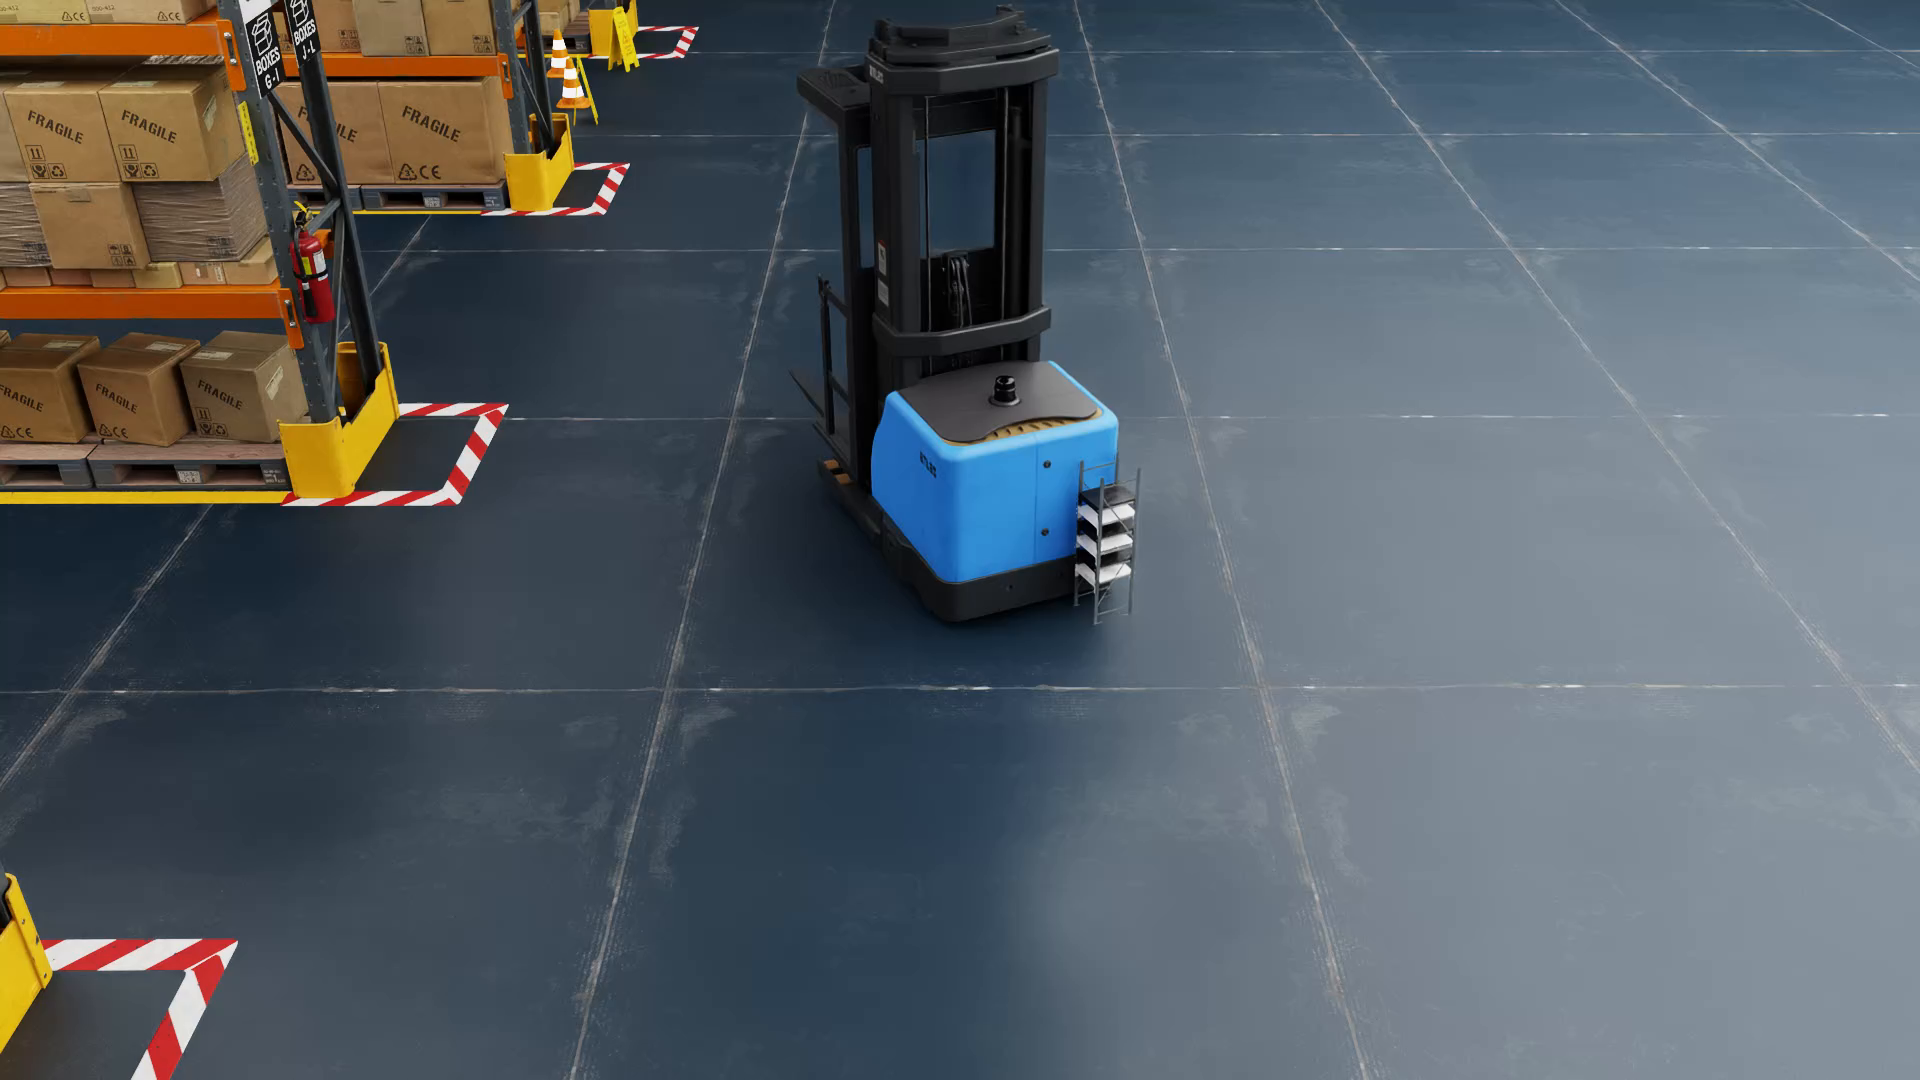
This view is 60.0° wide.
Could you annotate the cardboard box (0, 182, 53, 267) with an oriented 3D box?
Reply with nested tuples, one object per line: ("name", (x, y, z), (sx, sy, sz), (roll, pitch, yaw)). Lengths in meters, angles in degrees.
("cardboard box", (-5.348, -1.977, 9.622), (0.500, 0.500, 0.875), (0, 31, 0))

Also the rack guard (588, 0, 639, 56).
("rack guard", (-3.934, -5.909, 18.896), (0.348, 0.500, 1.175), (0, 31, 0))

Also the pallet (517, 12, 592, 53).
("pallet", (-4.746, -5.801, 18.997), (1.213, 0.211, 1.003), (0, 31, 0))

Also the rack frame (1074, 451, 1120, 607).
("rack frame", (0.727, -0.050, 8.854), (0.240, 0.900, 0.006), (-15, 34, -23))

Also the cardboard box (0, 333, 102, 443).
("cardboard box", (-5.646, -0.943, 10.307), (0.500, 0.500, 0.500), (3, 31, 4))

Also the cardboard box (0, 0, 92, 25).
("cardboard box", (-4.778, -2.919, 8.811), (0.500, 0.250, 0.500), (0, 31, 0))

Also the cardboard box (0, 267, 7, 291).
("cardboard box", (-5.581, -1.563, 9.565), (0.250, 0.149, 0.380), (0, 31, 0))

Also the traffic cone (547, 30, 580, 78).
("traffic cone", (-4.280, -5.223, 17.801), (0.334, 0.463, 0.336), (0, 31, 0))

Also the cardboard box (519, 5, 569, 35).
("cardboard box", (-4.689, -5.839, 18.618), (0.500, 0.250, 0.500), (0, 31, -1))

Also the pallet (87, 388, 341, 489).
("pallet", (-4.687, -0.661, 10.524), (1.213, 0.211, 1.003), (0, 31, 0))

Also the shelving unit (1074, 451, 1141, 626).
("shelving unit", (0.773, -0.003, 8.777), (0.258, 0.900, 0.210), (-15, 34, -23))

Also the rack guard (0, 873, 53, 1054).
("rack guard", (-3.844, 1.825, 6.149), (0.348, 0.500, 1.175), (0, 31, 0))

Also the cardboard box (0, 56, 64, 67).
("cardboard box", (-5.350, -2.574, 9.643), (0.500, 0.500, 0.500), (0, 31, 0))

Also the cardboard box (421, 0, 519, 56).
("cardboard box", (-4.098, -4.450, 13.937), (0.550, 0.550, 0.875), (0, 31, 0))

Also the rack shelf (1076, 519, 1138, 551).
("rack shelf", (0.773, -0.052, 8.748), (0.258, 0.077, 0.200), (-15, 34, -23))

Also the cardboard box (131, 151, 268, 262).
("cardboard box", (-4.348, -2.020, 9.693), (0.500, 0.500, 0.875), (0, 31, 0))

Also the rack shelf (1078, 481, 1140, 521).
("rack shelf", (0.773, -0.206, 8.654), (0.258, 0.077, 0.200), (-15, 34, -23))

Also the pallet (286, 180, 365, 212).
("pallet", (-5.743, -3.173, 14.665), (1.213, 0.211, 1.003), (0, 31, 0))

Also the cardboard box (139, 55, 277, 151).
("cardboard box", (-4.350, -2.574, 9.643), (0.500, 0.500, 0.500), (0, 31, 0))

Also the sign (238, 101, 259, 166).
("sign", (-3.815, -2.179, 8.918), (0.005, 0.325, 0.100), (0, 31, 0))

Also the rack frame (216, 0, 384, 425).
("rack frame", (-3.798, -1.837, 9.775), (0.127, 3.000, 1.000), (0, 31, 0))

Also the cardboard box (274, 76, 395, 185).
("cardboard box", (-5.285, -3.641, 14.392), (0.875, 0.875, 0.875), (-1, 31, -1))

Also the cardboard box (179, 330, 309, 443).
("cardboard box", (-4.423, -0.955, 10.326), (0.500, 0.500, 0.500), (5, 32, 9))

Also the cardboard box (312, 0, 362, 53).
("cardboard box", (-5.208, -4.500, 14.020), (0.550, 0.550, 0.875), (0, 31, 0))

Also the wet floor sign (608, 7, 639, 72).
("wet floor sign", (-3.661, -5.417, 17.945), (0.232, 0.644, 0.267), (10, 33, 17))

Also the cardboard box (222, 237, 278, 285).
("cardboard box", (-4.082, -1.622, 9.663), (0.250, 0.149, 0.380), (0, 31, 0))

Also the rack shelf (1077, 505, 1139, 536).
("rack shelf", (0.773, -0.129, 8.701), (0.258, 0.077, 0.200), (-15, 34, -23))

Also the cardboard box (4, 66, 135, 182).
("cardboard box", (-4.847, -2.300, 9.191), (0.500, 0.500, 0.500), (0, 31, 0))

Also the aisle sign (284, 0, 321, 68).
("aisle sign", (-3.738, -3.104, 9.358), (0.004, 0.787, 0.394), (0, 31, 0))

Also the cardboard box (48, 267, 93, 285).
("cardboard box", (-5.082, -1.622, 9.663), (0.250, 0.149, 0.380), (0, 31, 0))

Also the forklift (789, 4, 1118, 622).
("forklift", (-0.219, -1.569, 9.399), (1.130, 2.935, 3.031), (-13, 34, -20))

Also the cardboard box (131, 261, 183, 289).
("cardboard box", (-4.582, -1.594, 9.617), (0.250, 0.149, 0.380), (0, 31, 0))

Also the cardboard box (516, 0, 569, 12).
("cardboard box", (-4.657, -6.164, 18.430), (0.500, 0.500, 0.500), (0, 31, 0))

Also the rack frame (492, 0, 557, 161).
("rack frame", (-3.727, -4.410, 14.016), (0.127, 3.000, 1.000), (0, 31, 0))

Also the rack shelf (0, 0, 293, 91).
("rack shelf", (-5.798, -2.806, 9.174), (4.000, 0.370, 1.077), (0, 31, 0))
